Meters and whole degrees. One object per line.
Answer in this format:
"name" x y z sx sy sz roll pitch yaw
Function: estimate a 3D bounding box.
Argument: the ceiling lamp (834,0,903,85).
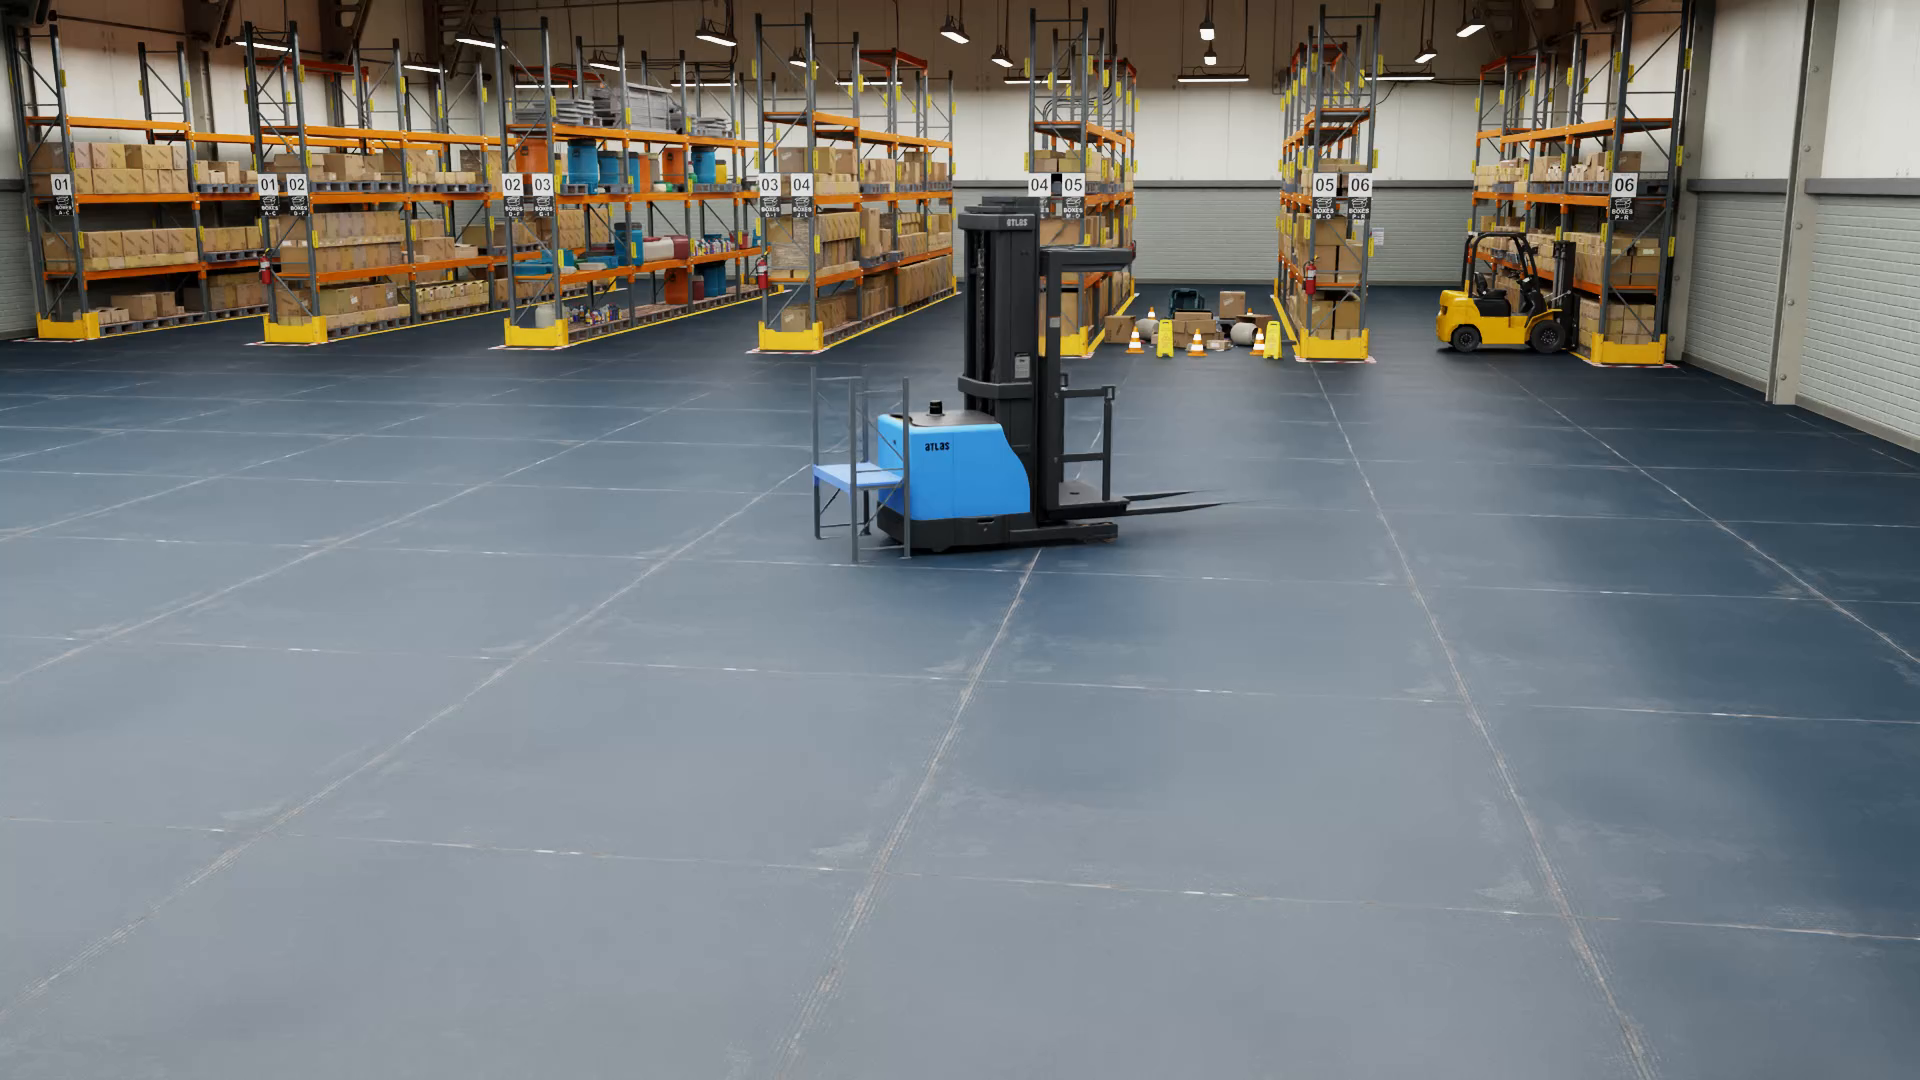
"ceiling lamp" -2.696 -14.777 47.847 2.000 3.185 0.800 2 12 9

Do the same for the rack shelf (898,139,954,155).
"rack shelf" -1.010 -10.323 43.689 1.077 0.370 4.000 2 12 9

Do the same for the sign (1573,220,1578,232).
"sign" 13.313 -6.756 35.973 0.100 0.325 0.005 2 12 9

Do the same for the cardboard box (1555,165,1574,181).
"cardboard box" 12.019 -7.210 32.686 0.500 0.311 0.500 1 12 7

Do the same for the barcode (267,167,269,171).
"barcode" -13.382 -7.173 32.160 0.001 0.075 0.075 2 12 9

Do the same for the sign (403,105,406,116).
"sign" -15.934 -12.321 47.712 0.100 0.325 0.005 2 12 9

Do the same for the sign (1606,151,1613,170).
"sign" 11.000 -6.423 28.142 0.100 0.325 0.005 2 12 9

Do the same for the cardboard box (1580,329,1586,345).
"cardboard box" 11.380 -3.614 29.674 0.500 0.250 0.500 2 12 9

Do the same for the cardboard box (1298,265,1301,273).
"cardboard box" 6.878 -5.357 32.825 0.380 0.149 0.250 2 12 8

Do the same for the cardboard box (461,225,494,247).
"cardboard box" -11.736 -7.399 40.471 0.700 0.500 0.500 -2 12 -10

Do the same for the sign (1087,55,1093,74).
"sign" 2.269 -8.289 29.001 0.100 0.325 0.005 2 12 9

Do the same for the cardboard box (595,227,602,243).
"cardboard box" -10.367 -8.514 46.643 0.500 0.500 0.500 2 12 9

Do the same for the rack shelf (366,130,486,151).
"rack shelf" -12.029 -8.979 37.455 1.077 0.370 4.000 2 12 9

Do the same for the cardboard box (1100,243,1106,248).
"cardboard box" 2.761 -5.929 34.646 0.500 0.500 0.500 2 12 9

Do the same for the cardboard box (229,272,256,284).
"cardboard box" -16.899 -6.154 39.038 0.500 0.250 0.500 2 12 8

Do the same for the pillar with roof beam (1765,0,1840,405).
"pillar with roof beam" 7.355 -6.481 23.205 9.100 9.000 0.400 2 12 9

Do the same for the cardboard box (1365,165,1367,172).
"cardboard box" 7.119 -6.655 29.839 0.380 0.149 0.250 2 12 8

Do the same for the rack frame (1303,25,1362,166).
"rack frame" 7.244 -8.467 32.422 1.000 3.000 0.127 2 12 9

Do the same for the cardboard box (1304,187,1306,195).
"cardboard box" 6.668 -6.556 31.268 0.380 0.149 0.250 2 12 8

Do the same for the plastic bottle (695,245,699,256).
"plastic bottle" -6.370 -6.964 39.982 0.152 0.276 0.135 2 12 9

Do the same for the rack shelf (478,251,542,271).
"rack shelf" -11.414 -7.075 41.909 1.077 0.370 4.000 2 12 9

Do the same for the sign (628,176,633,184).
"sign" -6.901 -7.467 34.879 0.100 0.325 0.005 2 12 9

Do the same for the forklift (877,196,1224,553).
"forklift" 0.841 -1.498 14.489 3.031 2.935 1.130 -4 13 -20

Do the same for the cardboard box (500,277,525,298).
"cardboard box" -11.212 -6.302 41.505 0.500 0.500 0.500 2 12 8

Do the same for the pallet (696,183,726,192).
"pallet" -6.408 -8.653 40.852 1.003 0.211 1.213 2 12 9

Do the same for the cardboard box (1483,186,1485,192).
"cardboard box" 13.384 -8.841 41.874 0.380 0.149 0.250 2 12 9

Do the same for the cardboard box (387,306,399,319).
"cardboard box" -12.278 -4.831 35.320 0.500 0.250 0.500 2 12 9

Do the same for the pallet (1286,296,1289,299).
"pallet" 8.668 -5.992 41.798 1.003 0.211 1.213 2 12 9

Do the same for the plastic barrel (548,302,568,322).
"plastic barrel" -7.955 -4.416 32.774 0.421 0.512 0.421 0 12 0

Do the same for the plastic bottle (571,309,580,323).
"plastic bottle" -7.921 -4.618 34.221 0.152 0.276 0.135 2 12 9

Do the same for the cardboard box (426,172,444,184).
"cardboard box" -11.982 -8.172 37.530 0.500 0.250 0.500 1 12 4

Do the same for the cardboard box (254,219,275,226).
"cardboard box" -16.675 -7.611 39.866 0.380 0.149 0.250 0 12 -1

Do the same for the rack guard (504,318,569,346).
"rack guard" -8.092 -3.979 31.769 1.175 0.500 0.348 2 12 9

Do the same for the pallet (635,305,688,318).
"pallet" -6.985 -5.326 38.704 1.003 0.211 1.213 2 12 9

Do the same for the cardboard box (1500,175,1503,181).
"cardboard box" 12.801 -8.430 38.730 0.380 0.149 0.250 2 12 9

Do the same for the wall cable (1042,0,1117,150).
"wall cable" 3.572 -13.924 50.108 2.277 5.999 0.120 2 12 9

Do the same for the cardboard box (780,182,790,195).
"cardboard box" -3.341 -6.525 30.884 0.500 0.250 0.500 2 12 10

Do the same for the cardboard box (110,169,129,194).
"cardboard box" -17.355 -7.310 33.887 0.500 0.500 0.500 2 12 11

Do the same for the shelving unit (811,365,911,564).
"shelving unit" -0.844 -0.662 14.005 0.538 1.500 1.048 -5 13 -22

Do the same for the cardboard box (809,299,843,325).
"cardboard box" -2.730 -4.637 33.829 0.500 0.500 0.500 6 14 27

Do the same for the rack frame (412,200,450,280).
"rack frame" -15.386 -8.835 48.369 1.000 3.000 0.127 2 12 9

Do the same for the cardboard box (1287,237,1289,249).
"cardboard box" 7.816 -6.861 38.381 0.500 0.250 0.500 2 12 7

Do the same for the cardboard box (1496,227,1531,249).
"cardboard box" 13.004 -7.093 39.050 0.700 0.500 0.500 2 12 9

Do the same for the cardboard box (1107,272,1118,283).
"cardboard box" 3.464 -6.200 39.300 0.500 0.250 0.500 2 12 9

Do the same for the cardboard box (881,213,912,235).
"cardboard box" -1.605 -7.655 40.273 0.797 0.503 0.637 2 12 10

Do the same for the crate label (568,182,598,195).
"crate label" -7.443 -6.956 32.883 0.502 0.251 0.408 2 12 9

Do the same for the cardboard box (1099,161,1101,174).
"cardboard box" 2.515 -7.356 32.801 0.500 0.250 0.500 2 12 8

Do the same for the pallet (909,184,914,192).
"pallet" -1.718 -8.431 39.822 1.003 0.211 1.213 2 12 11

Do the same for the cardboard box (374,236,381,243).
"cardboard box" -12.325 -6.268 34.681 0.380 0.149 0.250 2 12 8

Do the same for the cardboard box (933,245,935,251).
"cardboard box" -0.864 -7.558 43.042 0.380 0.149 0.250 2 12 11

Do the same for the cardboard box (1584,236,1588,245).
"cardboard box" 11.478 -5.403 29.963 0.380 0.149 0.250 2 12 10

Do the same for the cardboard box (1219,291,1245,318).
"cardboard box" 5.480 -4.734 33.476 0.500 0.500 0.500 2 12 9
